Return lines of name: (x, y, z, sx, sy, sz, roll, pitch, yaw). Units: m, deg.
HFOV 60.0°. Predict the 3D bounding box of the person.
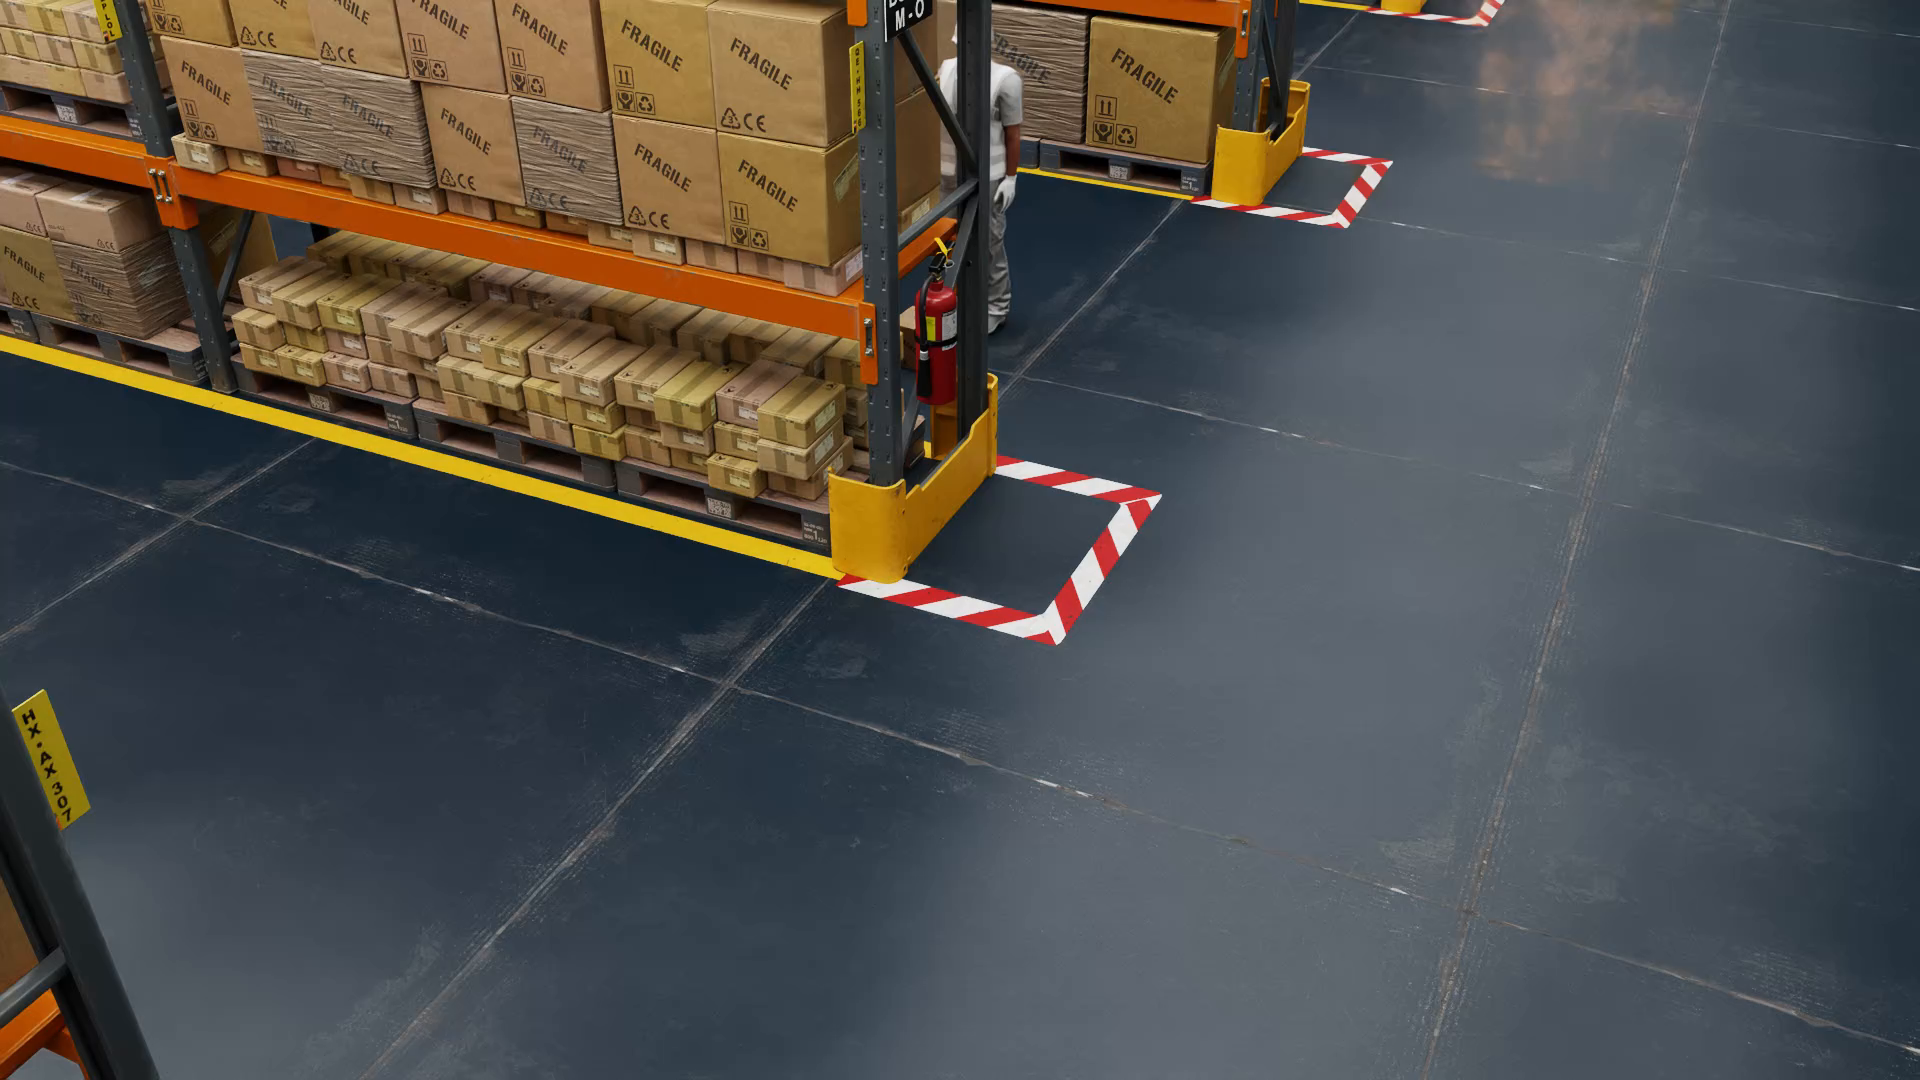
person: (0.040, -1.979, 9.130, 0.487, 1.778, 0.584, 18, 37, 25)
